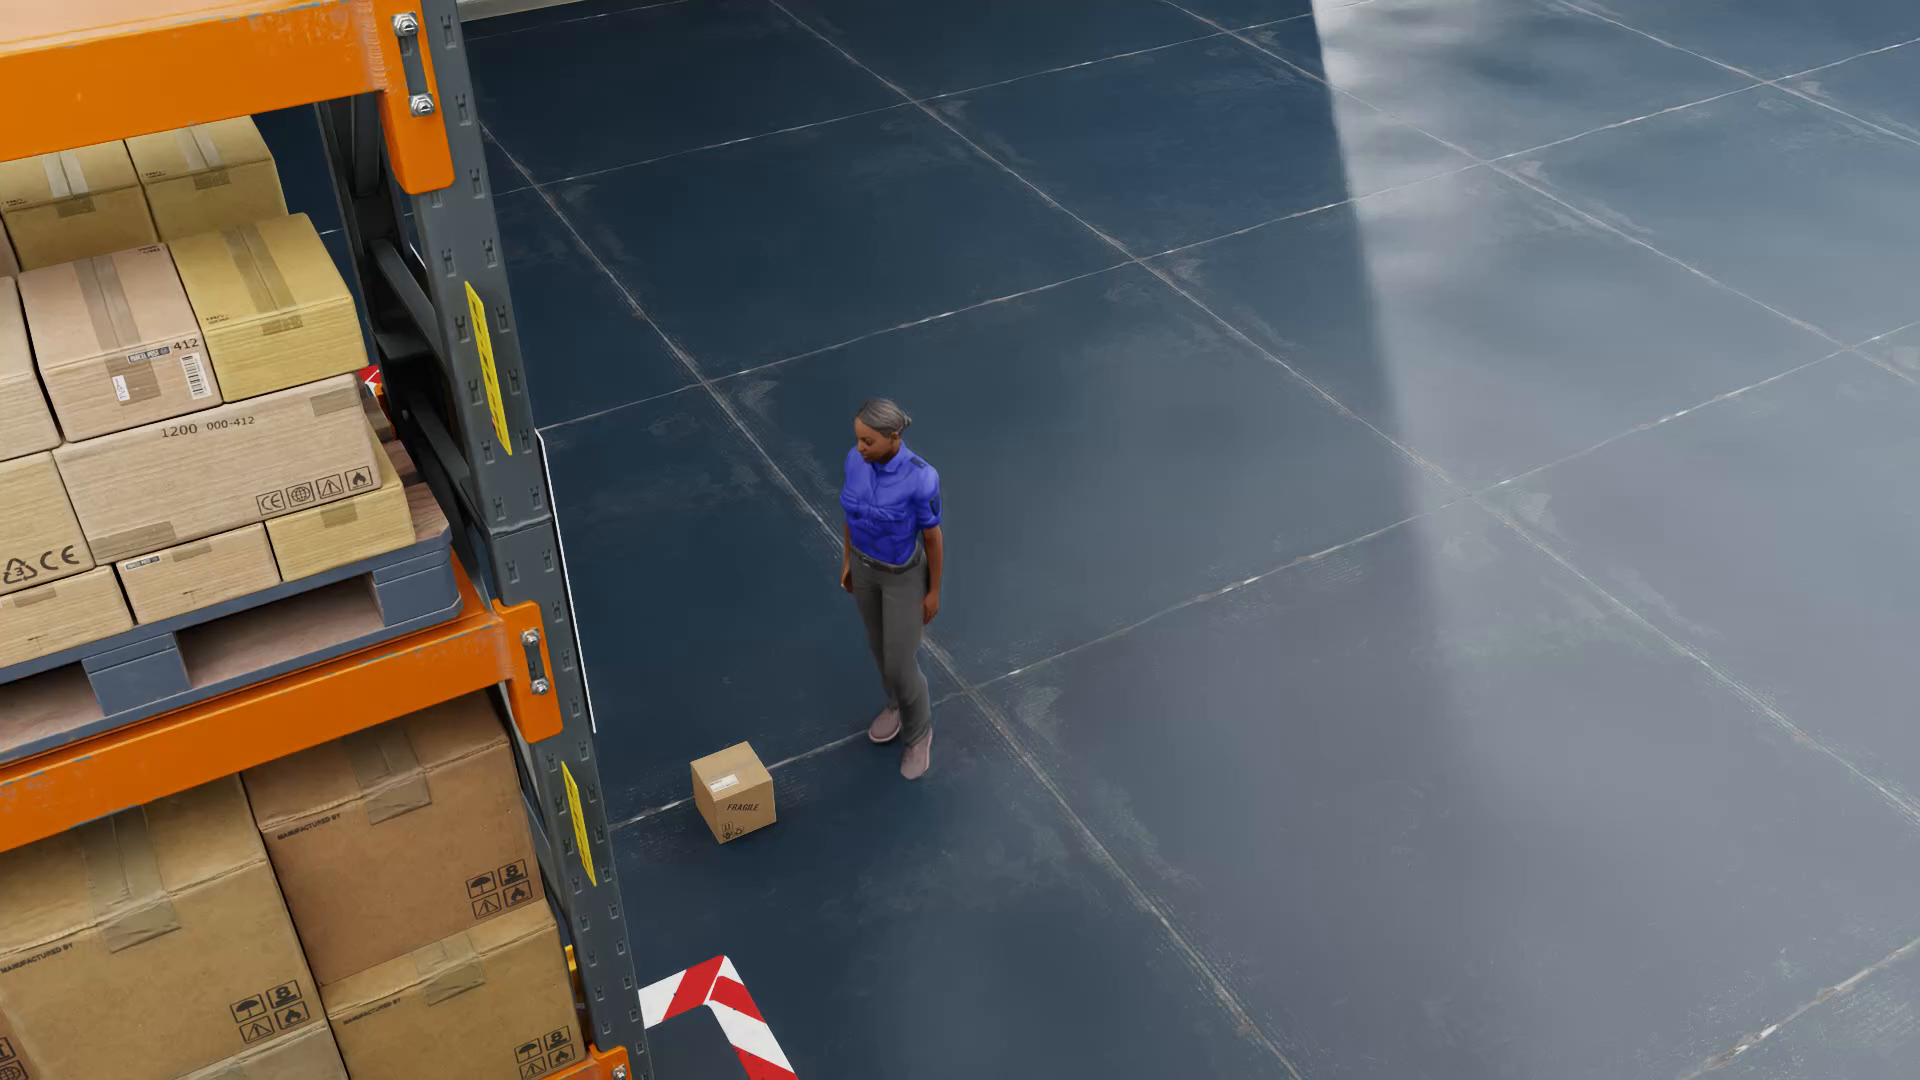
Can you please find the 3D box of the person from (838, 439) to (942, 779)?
[{"bbox_3d":[-0.289,0.280,6.766,0.507,1.509,0.388,24,43,28],"label":"person"}]
